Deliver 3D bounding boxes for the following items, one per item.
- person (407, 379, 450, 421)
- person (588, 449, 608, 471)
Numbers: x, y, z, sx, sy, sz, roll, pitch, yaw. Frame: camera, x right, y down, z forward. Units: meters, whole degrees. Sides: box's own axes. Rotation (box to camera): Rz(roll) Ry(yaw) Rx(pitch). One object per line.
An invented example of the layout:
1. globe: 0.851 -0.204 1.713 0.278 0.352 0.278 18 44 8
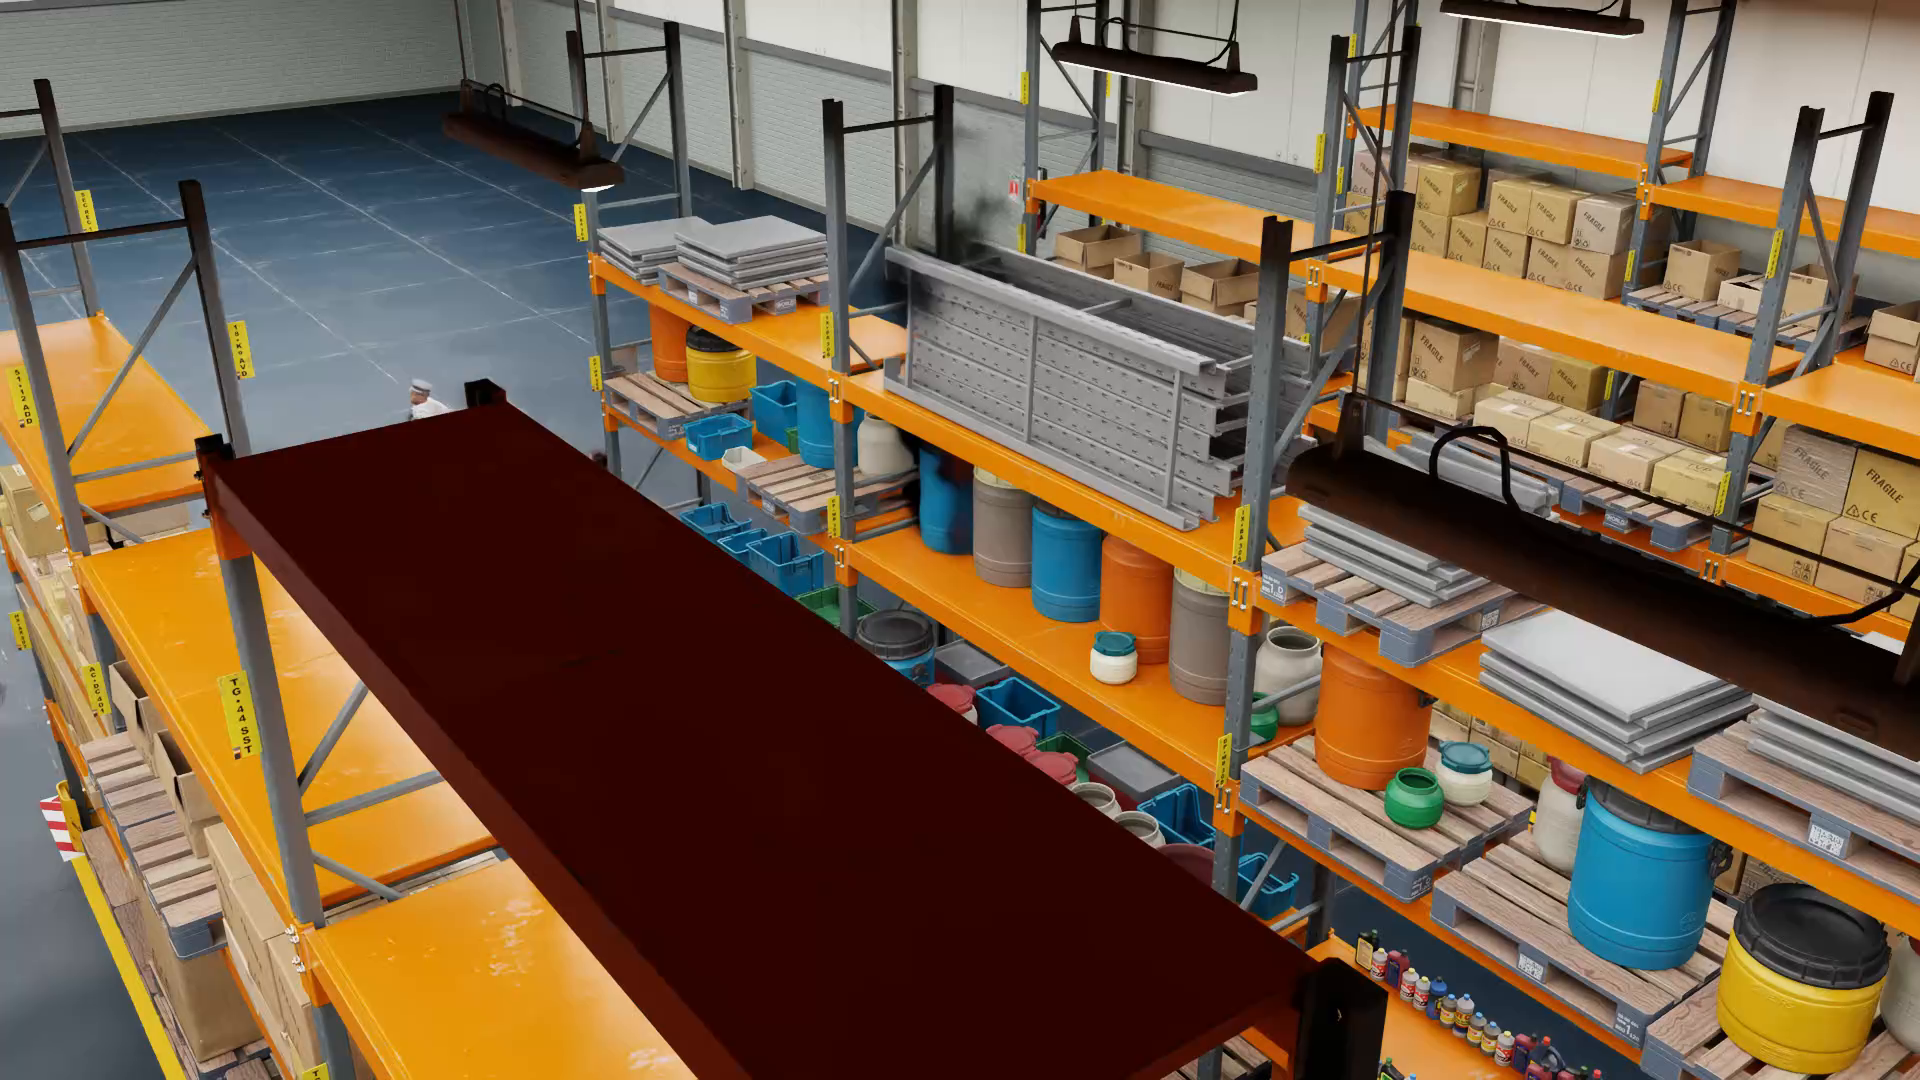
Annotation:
1. person: -6.049 -0.962 18.947 0.819 1.839 0.640 -6 25 -13
2. person: -3.711 -0.206 17.546 0.596 1.615 0.606 0 25 0
